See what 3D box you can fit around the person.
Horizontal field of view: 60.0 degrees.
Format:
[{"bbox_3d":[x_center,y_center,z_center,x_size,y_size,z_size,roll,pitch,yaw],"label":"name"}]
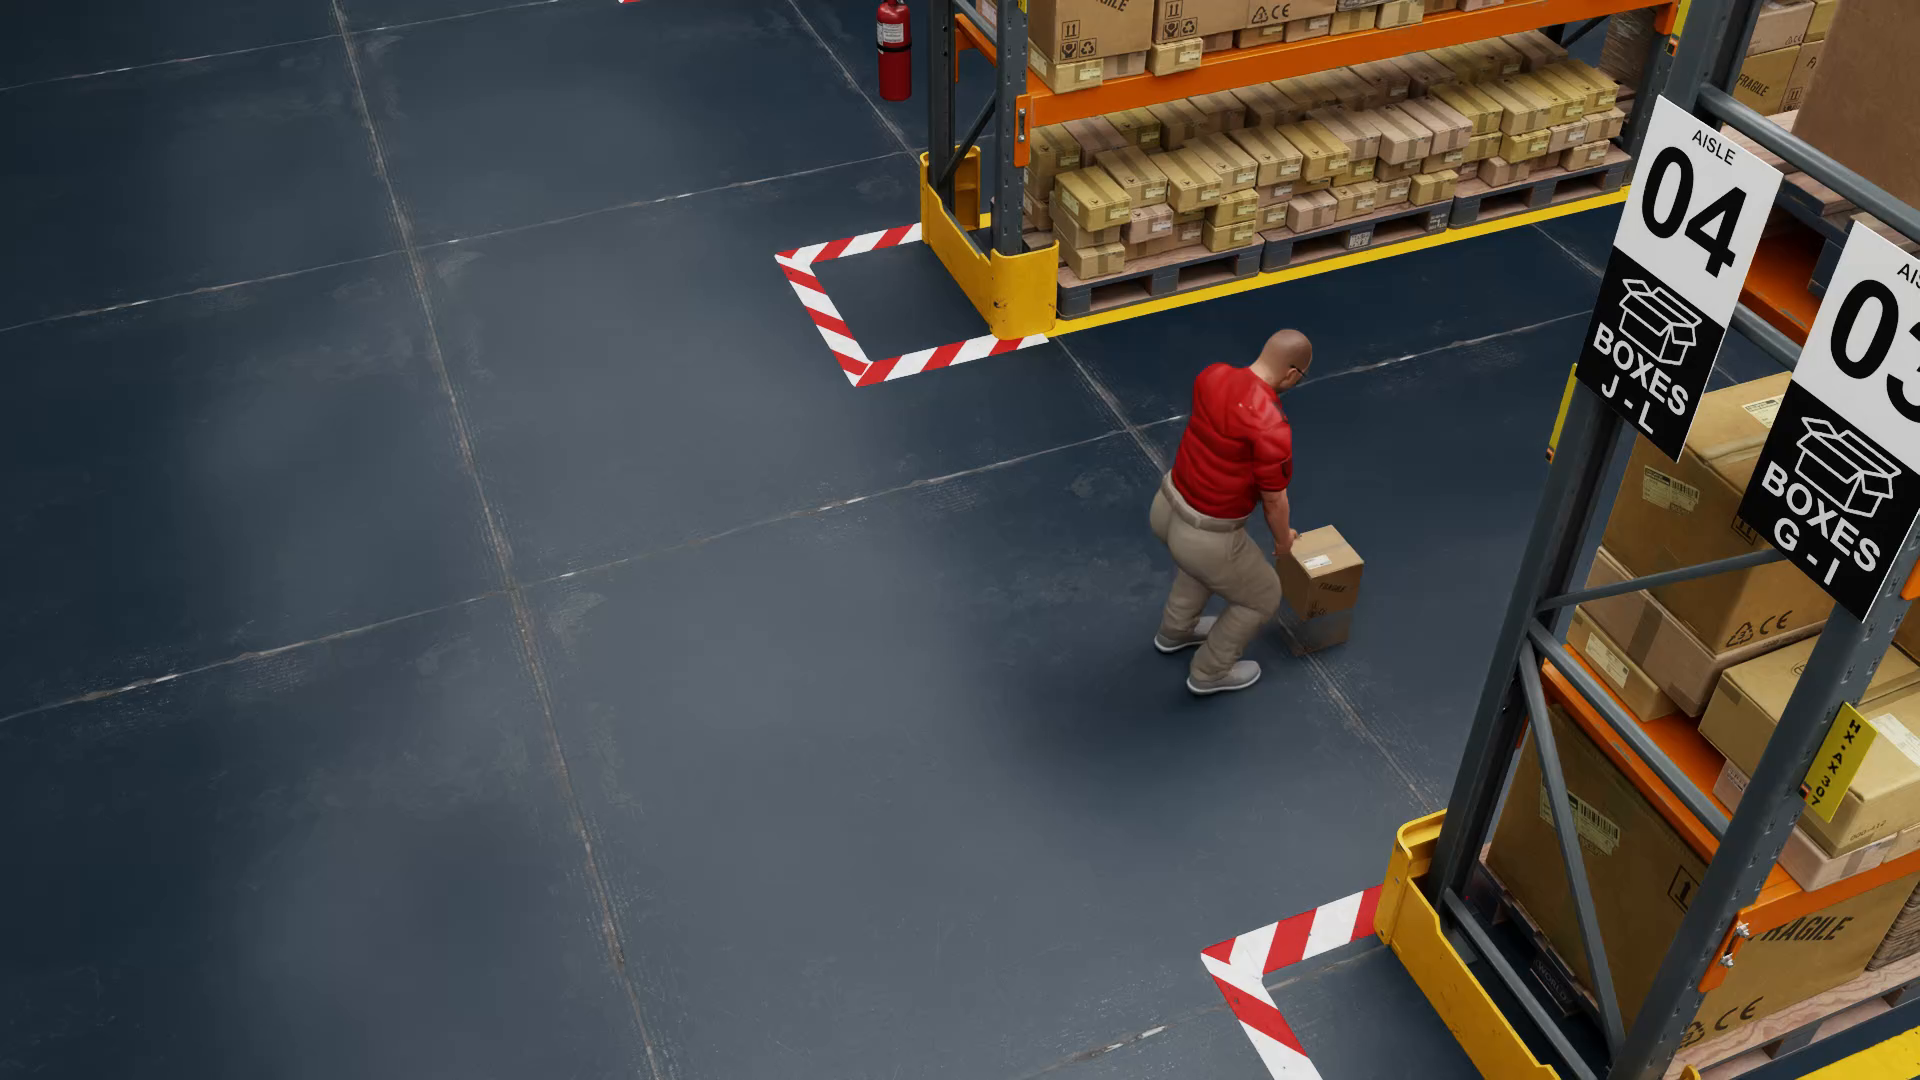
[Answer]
[{"bbox_3d":[1.015,-0.107,6.425,0.574,1.567,0.581,-15,44,-16],"label":"person"}]
